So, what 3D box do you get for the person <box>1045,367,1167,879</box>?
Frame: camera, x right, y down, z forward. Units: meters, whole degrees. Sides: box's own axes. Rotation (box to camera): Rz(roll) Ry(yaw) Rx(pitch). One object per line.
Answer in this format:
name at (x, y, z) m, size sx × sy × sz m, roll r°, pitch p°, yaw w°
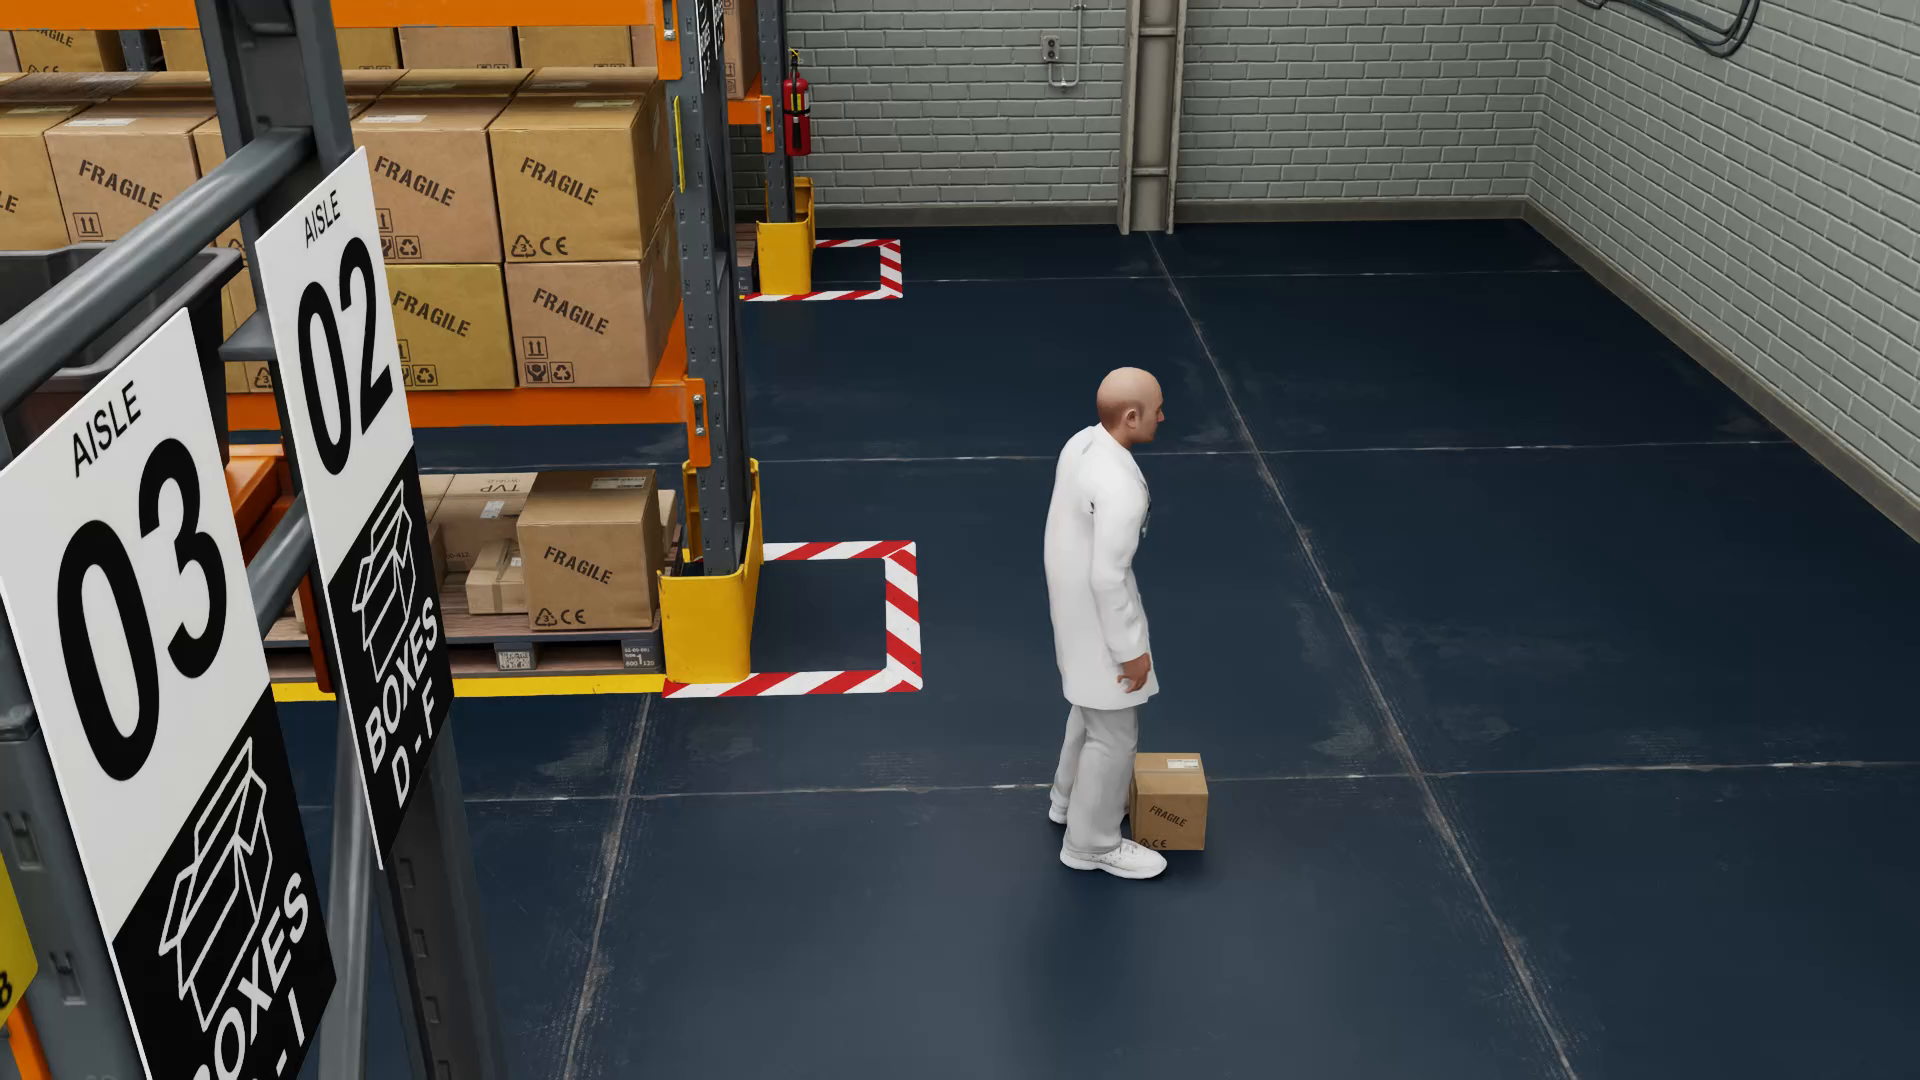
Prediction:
person at (0.495, 0.261, 5.626) m, size 0.420 × 1.775 × 0.654 m, roll -3°, pitch 27°, yaw -5°
